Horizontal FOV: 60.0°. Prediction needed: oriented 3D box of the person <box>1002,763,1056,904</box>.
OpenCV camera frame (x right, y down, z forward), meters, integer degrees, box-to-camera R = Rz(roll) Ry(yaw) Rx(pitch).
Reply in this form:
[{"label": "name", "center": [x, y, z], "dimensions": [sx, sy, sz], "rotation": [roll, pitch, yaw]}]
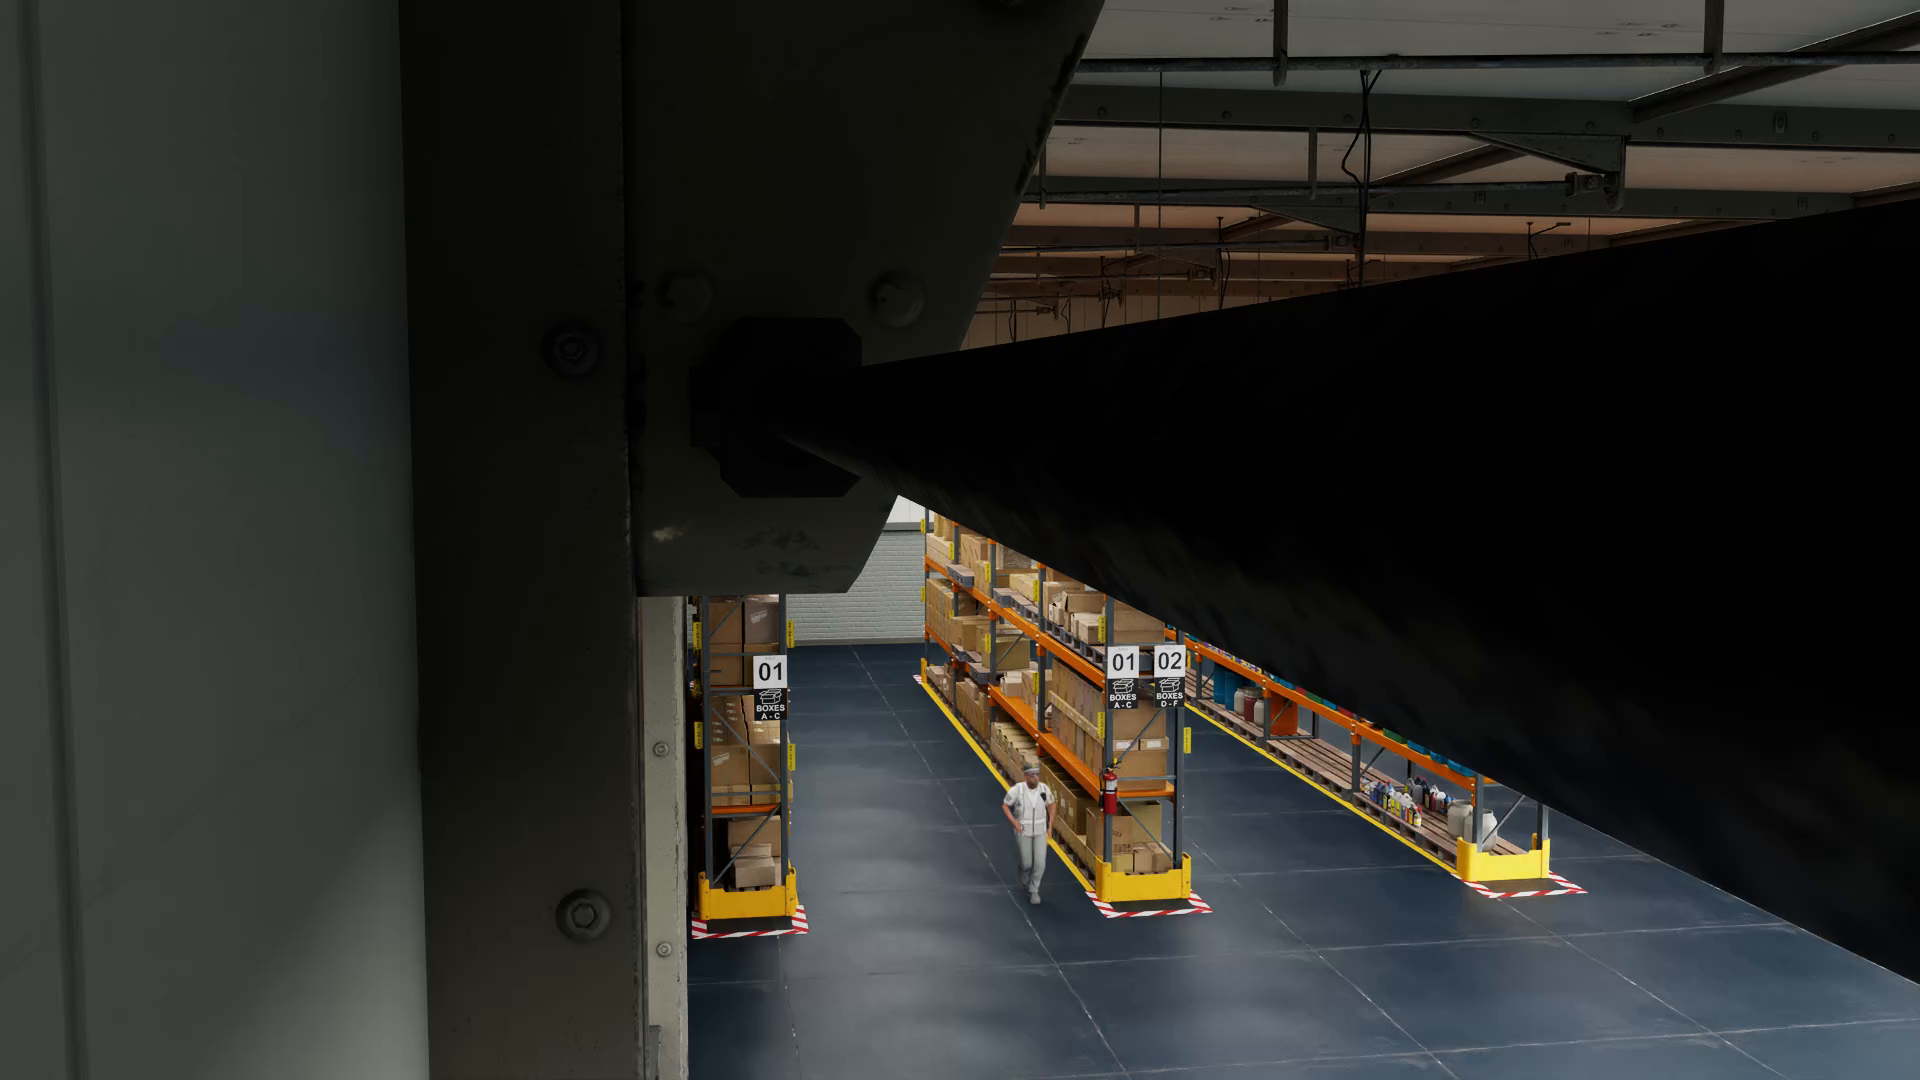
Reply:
[{"label": "person", "center": [0.880, 3.642, 20.874], "dimensions": [0.697, 1.763, 0.588], "rotation": [-1, 5, -10]}]
